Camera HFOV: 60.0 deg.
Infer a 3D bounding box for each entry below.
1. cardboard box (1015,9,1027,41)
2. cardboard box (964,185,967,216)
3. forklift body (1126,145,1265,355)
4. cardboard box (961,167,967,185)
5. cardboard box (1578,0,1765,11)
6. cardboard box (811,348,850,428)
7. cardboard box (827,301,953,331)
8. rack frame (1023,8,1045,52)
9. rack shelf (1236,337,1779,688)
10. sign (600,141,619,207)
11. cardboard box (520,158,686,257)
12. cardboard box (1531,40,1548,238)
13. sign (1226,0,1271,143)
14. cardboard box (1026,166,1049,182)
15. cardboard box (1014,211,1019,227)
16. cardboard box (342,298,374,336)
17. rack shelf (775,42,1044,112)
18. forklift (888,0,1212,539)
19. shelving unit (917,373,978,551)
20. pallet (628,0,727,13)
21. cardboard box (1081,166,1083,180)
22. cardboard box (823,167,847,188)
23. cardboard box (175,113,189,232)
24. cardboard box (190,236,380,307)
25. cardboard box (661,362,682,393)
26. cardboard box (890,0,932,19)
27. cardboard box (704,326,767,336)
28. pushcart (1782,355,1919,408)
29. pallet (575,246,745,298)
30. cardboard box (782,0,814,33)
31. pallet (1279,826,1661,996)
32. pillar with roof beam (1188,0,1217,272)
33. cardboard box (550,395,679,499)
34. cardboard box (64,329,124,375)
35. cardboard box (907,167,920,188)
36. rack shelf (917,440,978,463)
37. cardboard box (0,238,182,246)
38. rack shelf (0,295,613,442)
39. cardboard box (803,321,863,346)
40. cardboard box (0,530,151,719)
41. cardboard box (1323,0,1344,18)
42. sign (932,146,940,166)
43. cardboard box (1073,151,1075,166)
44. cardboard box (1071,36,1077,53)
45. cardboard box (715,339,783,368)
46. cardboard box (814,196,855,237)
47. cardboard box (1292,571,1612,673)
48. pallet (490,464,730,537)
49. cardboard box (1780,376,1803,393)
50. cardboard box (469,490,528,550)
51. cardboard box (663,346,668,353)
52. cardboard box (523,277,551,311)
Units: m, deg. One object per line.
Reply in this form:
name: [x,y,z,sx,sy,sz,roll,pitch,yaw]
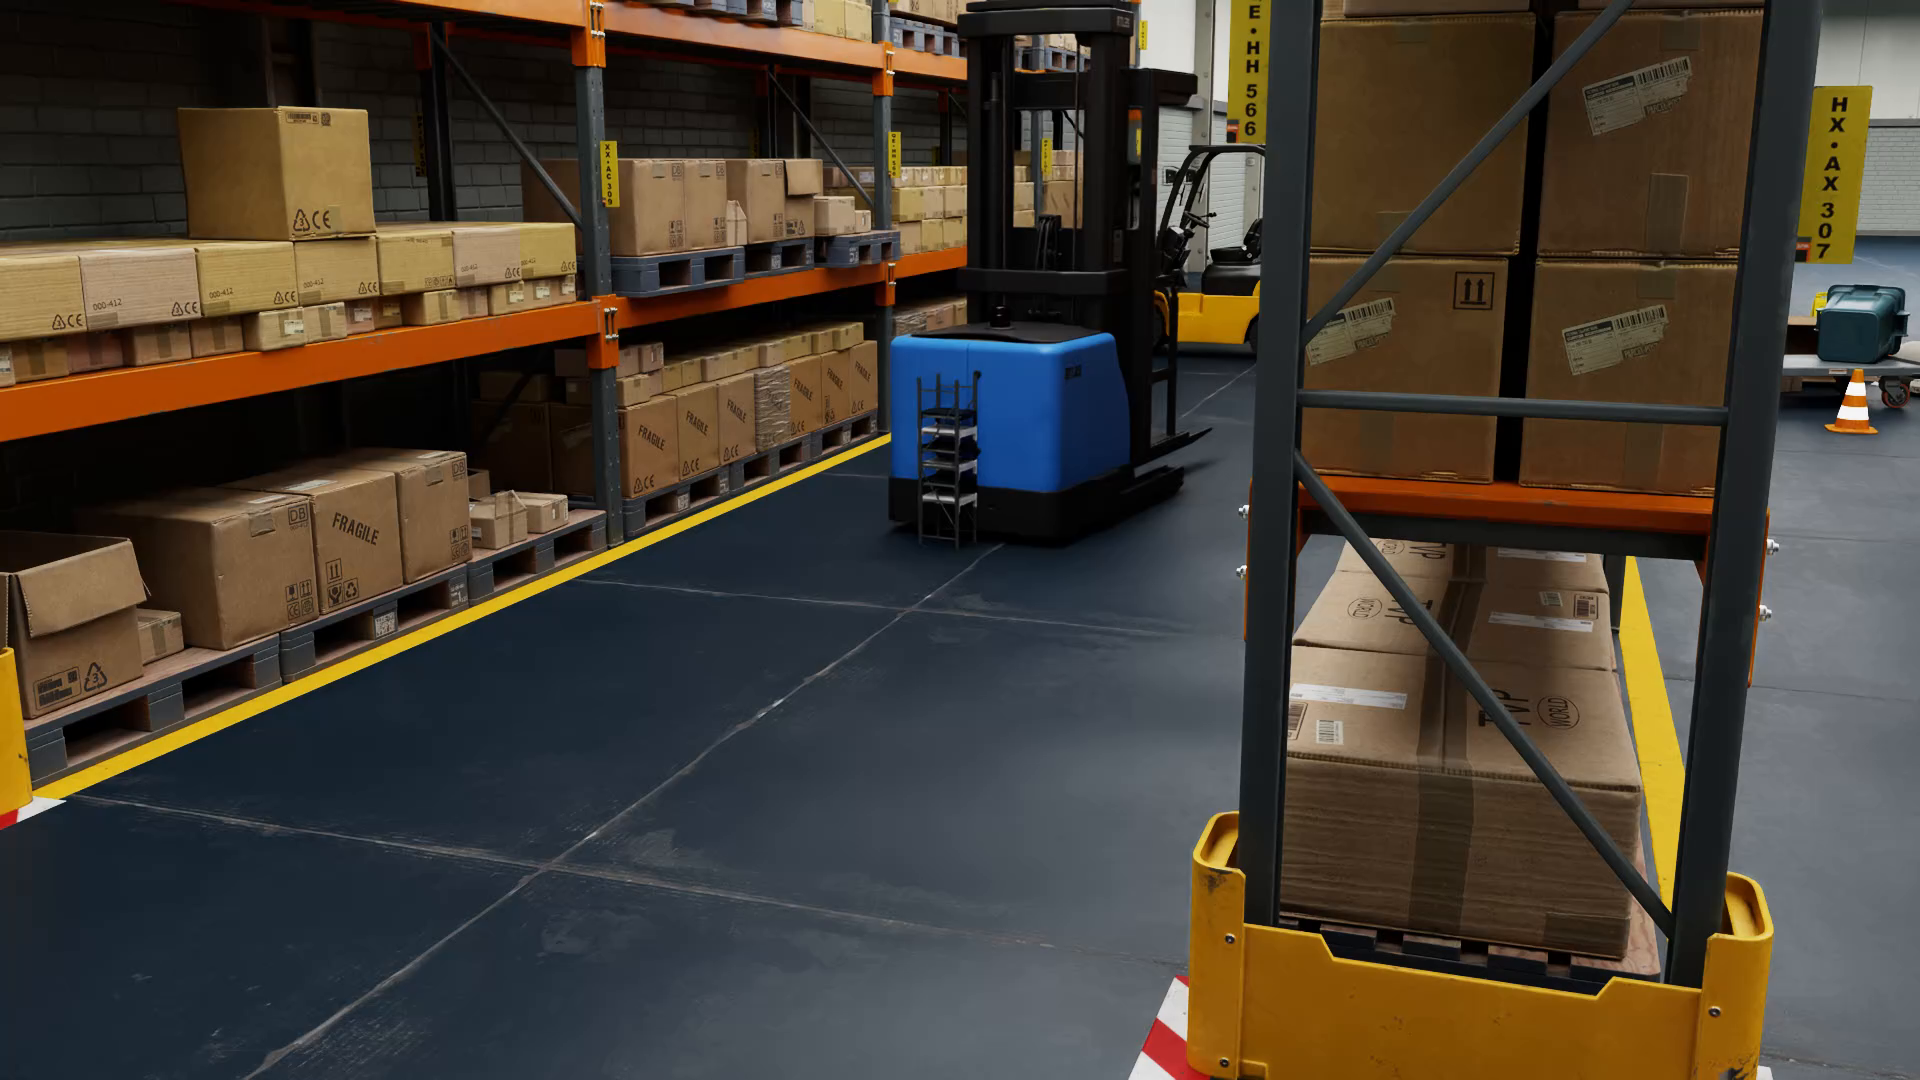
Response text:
cardboard box: [0.296,-4.651,14.913,0.500,0.311,0.500,4,13,17]
cardboard box: [-0.129,-2.876,14.061,0.500,0.250,0.500,5,14,19]
forklift body: [2.707,-3.046,17.499,2.313,2.155,1.214,4,14,18]
cardboard box: [0.001,-3.093,14.114,0.380,0.149,0.250,4,13,17]
cardboard box: [1.492,-1.172,3.453,0.380,0.149,0.250,5,14,20]
cardboard box: [-1.100,-1.083,11.665,0.500,0.500,0.500,4,13,18]
cardboard box: [-0.576,-1.621,13.743,0.875,0.625,0.625,5,14,20]
rack frame: [0.300,-6.073,15.372,1.000,3.000,0.127,4,14,18]
rack shelf: [1.762,-0.335,5.332,1.077,0.370,4.000,4,14,18]
sign: [-1.773,-1.848,8.399,0.100,0.325,0.005,4,14,18]
cardboard box: [-1.921,-1.803,8.977,0.700,0.500,0.500,5,14,20]
cardboard box: [1.700,-0.991,4.117,0.500,0.500,0.500,4,13,17]
sign: [0.606,-0.987,3.436,0.100,0.325,0.005,4,14,18]
cardboard box: [0.652,-3.561,16.167,0.380,0.149,0.250,4,13,18]
cardboard box: [0.227,-2.844,15.043,0.500,0.250,0.500,4,14,18]
cardboard box: [-2.669,-0.932,6.896,0.380,0.149,0.250,4,14,18]
rack shelf: [-0.347,-3.839,13.941,1.077,0.370,4.000,4,14,18]
forklift: [0.730,-1.718,9.929,1.130,2.935,3.031,7,14,27]
shelving unit: [-0.066,-0.413,8.774,0.258,0.900,0.210,7,14,27]
pallet: [-2.011,-2.967,8.926,1.213,0.211,1.003,4,14,18]
cardboard box: [1.093,-3.829,17.339,0.380,0.149,0.250,4,13,17]
cardboard box: [-1.081,-2.754,12.630,0.380,0.149,0.250,5,14,20]
cardboard box: [-3.022,-1.607,7.270,0.500,0.500,0.500,4,13,17]
cardboard box: [-2.712,-1.092,6.699,0.500,0.250,0.500,4,13,17]
cardboard box: [-1.832,-0.941,9.586,0.380,0.149,0.250,4,13,15]
cardboard box: [-0.530,-4.205,12.538,0.500,0.500,0.500,4,14,19]
cardboard box: [-1.574,-1.409,11.635,0.380,0.149,0.250,5,14,19]
pushcart: [7.171,-1.359,14.096,1.648,0.377,0.936,0,13,-1]
pallet: [-1.927,-1.530,9.384,1.003,0.211,1.213,4,14,18]
cardboard box: [-1.255,-3.358,10.557,0.500,0.250,0.500,4,14,18]
pallet: [1.300,0.921,4.480,1.003,0.211,1.213,4,14,18]
pillar with roof beam: [8.472,-9.050,28.416,9.100,9.000,0.400,4,14,18]
cardboard box: [-1.919,-0.535,9.266,0.500,0.500,0.500,5,14,21]
cardboard box: [-3.126,-0.663,5.717,0.380,0.149,0.250,4,14,18]
cardboard box: [-0.528,-2.773,12.714,0.380,0.149,0.250,5,14,20]
rack shelf: [-0.066,-0.468,8.762,0.258,0.077,0.200,7,14,27]
cardboard box: [-3.353,-1.022,6.392,0.500,0.250,0.500,5,14,20]
rack shelf: [-2.936,-0.692,6.895,1.077,0.370,4.000,4,14,18]
cardboard box: [-0.915,-1.486,11.973,0.380,0.149,0.250,4,13,16]
cardboard box: [-3.295,0.269,5.735,0.797,0.503,0.637,4,13,16]
cardboard box: [1.105,-1.323,4.114,0.380,0.149,0.250,4,14,18]
sign: [-0.226,-3.648,16.108,0.100,0.325,0.005,4,14,18]
cardboard box: [0.996,-3.923,17.084,0.380,0.149,0.250,4,13,18]
cardboard box: [0.981,-4.976,16.703,0.380,0.149,0.250,5,14,20]
cardboard box: [-1.370,-1.209,10.759,0.380,0.149,0.250,4,13,16]
cardboard box: [-1.030,-2.192,11.244,0.500,0.250,0.500,4,13,16]
cardboard box: [1.522,0.440,5.133,0.875,0.438,0.875,5,14,20]
pallet: [-2.061,-0.278,9.732,1.003,0.211,1.213,4,14,18]
cardboard box: [7.292,-1.476,14.856,0.258,0.266,0.396,-5,14,-21]
cardboard box: [-2.307,-0.122,7.981,0.396,0.266,0.258,5,14,20]
cardboard box: [-2.064,-1.140,10.457,0.380,0.149,0.250,5,14,19]
cardboard box: [-2.217,-1.199,8.067,0.380,0.149,0.250,5,14,20]
